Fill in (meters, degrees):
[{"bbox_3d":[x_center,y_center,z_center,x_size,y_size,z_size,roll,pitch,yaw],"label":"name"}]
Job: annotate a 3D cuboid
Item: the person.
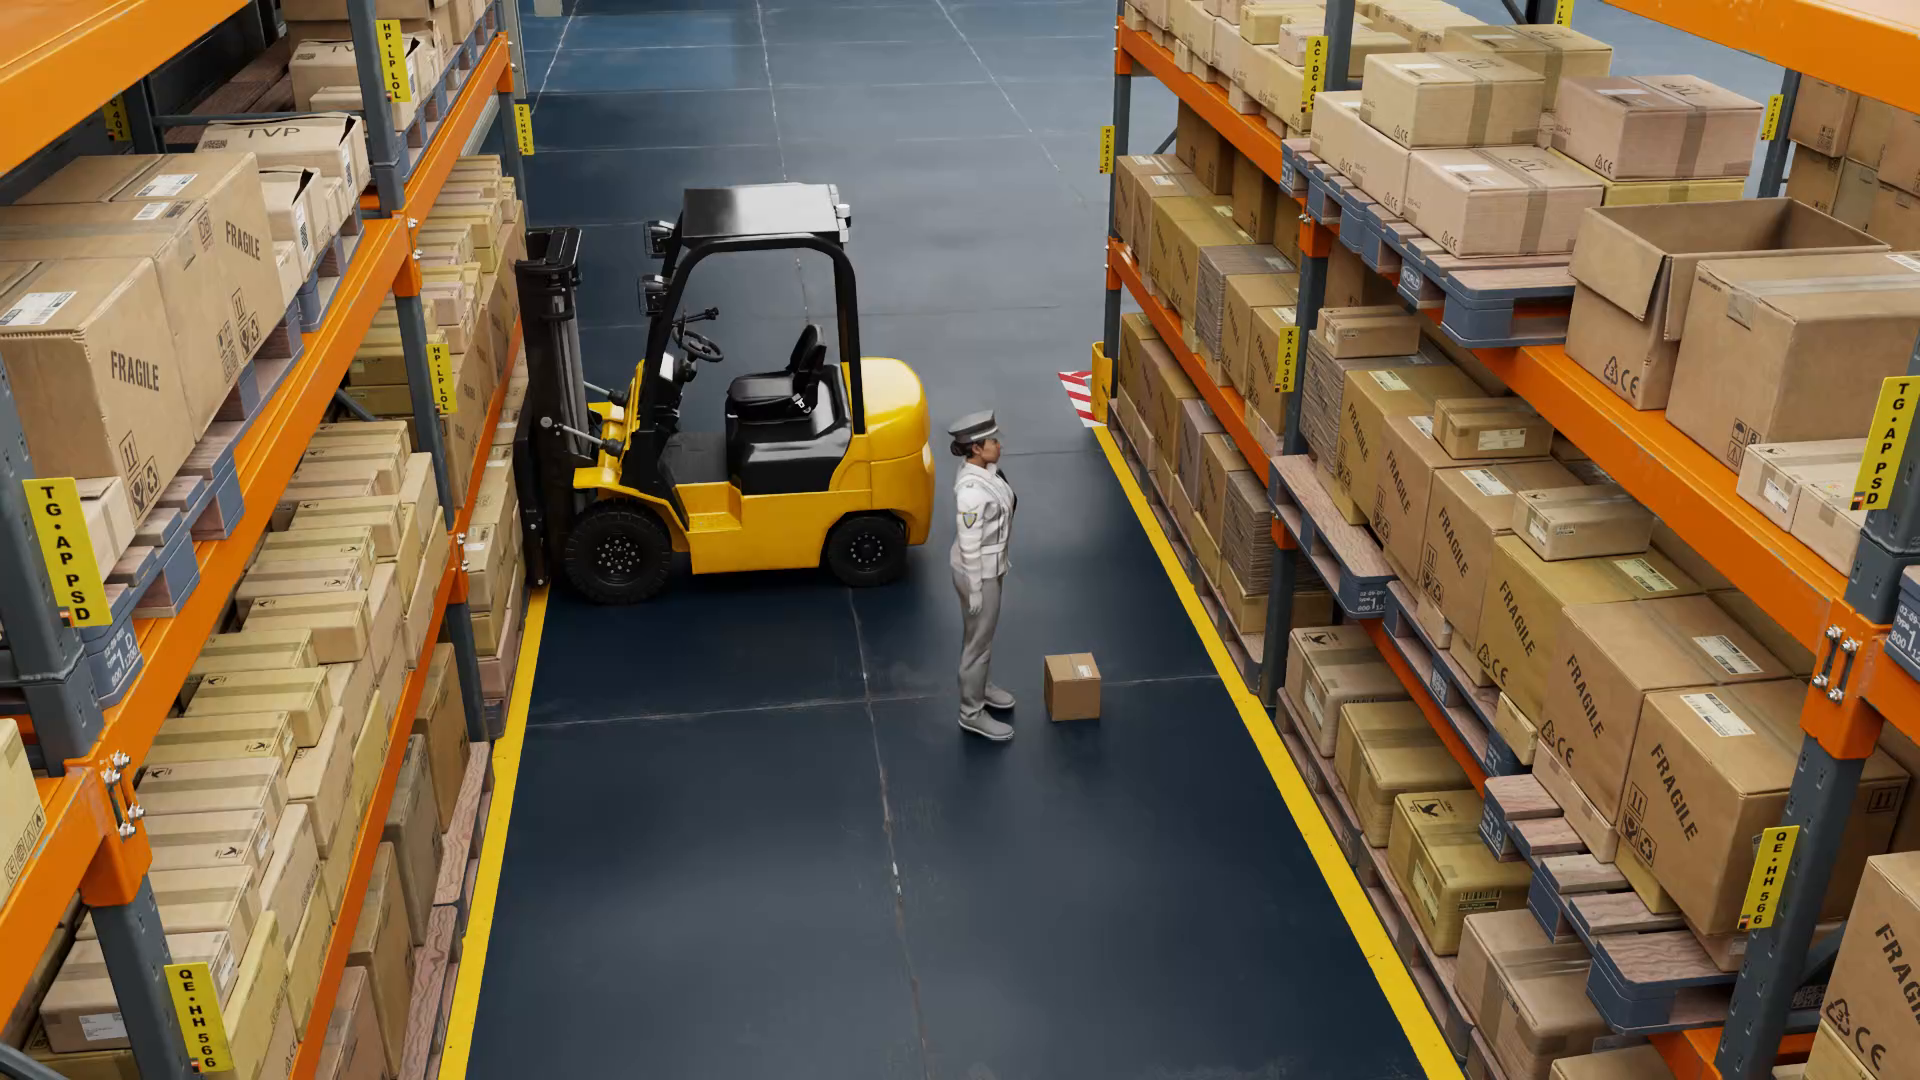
[{"bbox_3d":[0.110,0.152,8.278,0.351,1.709,0.512,2,27,3],"label":"person"}]
